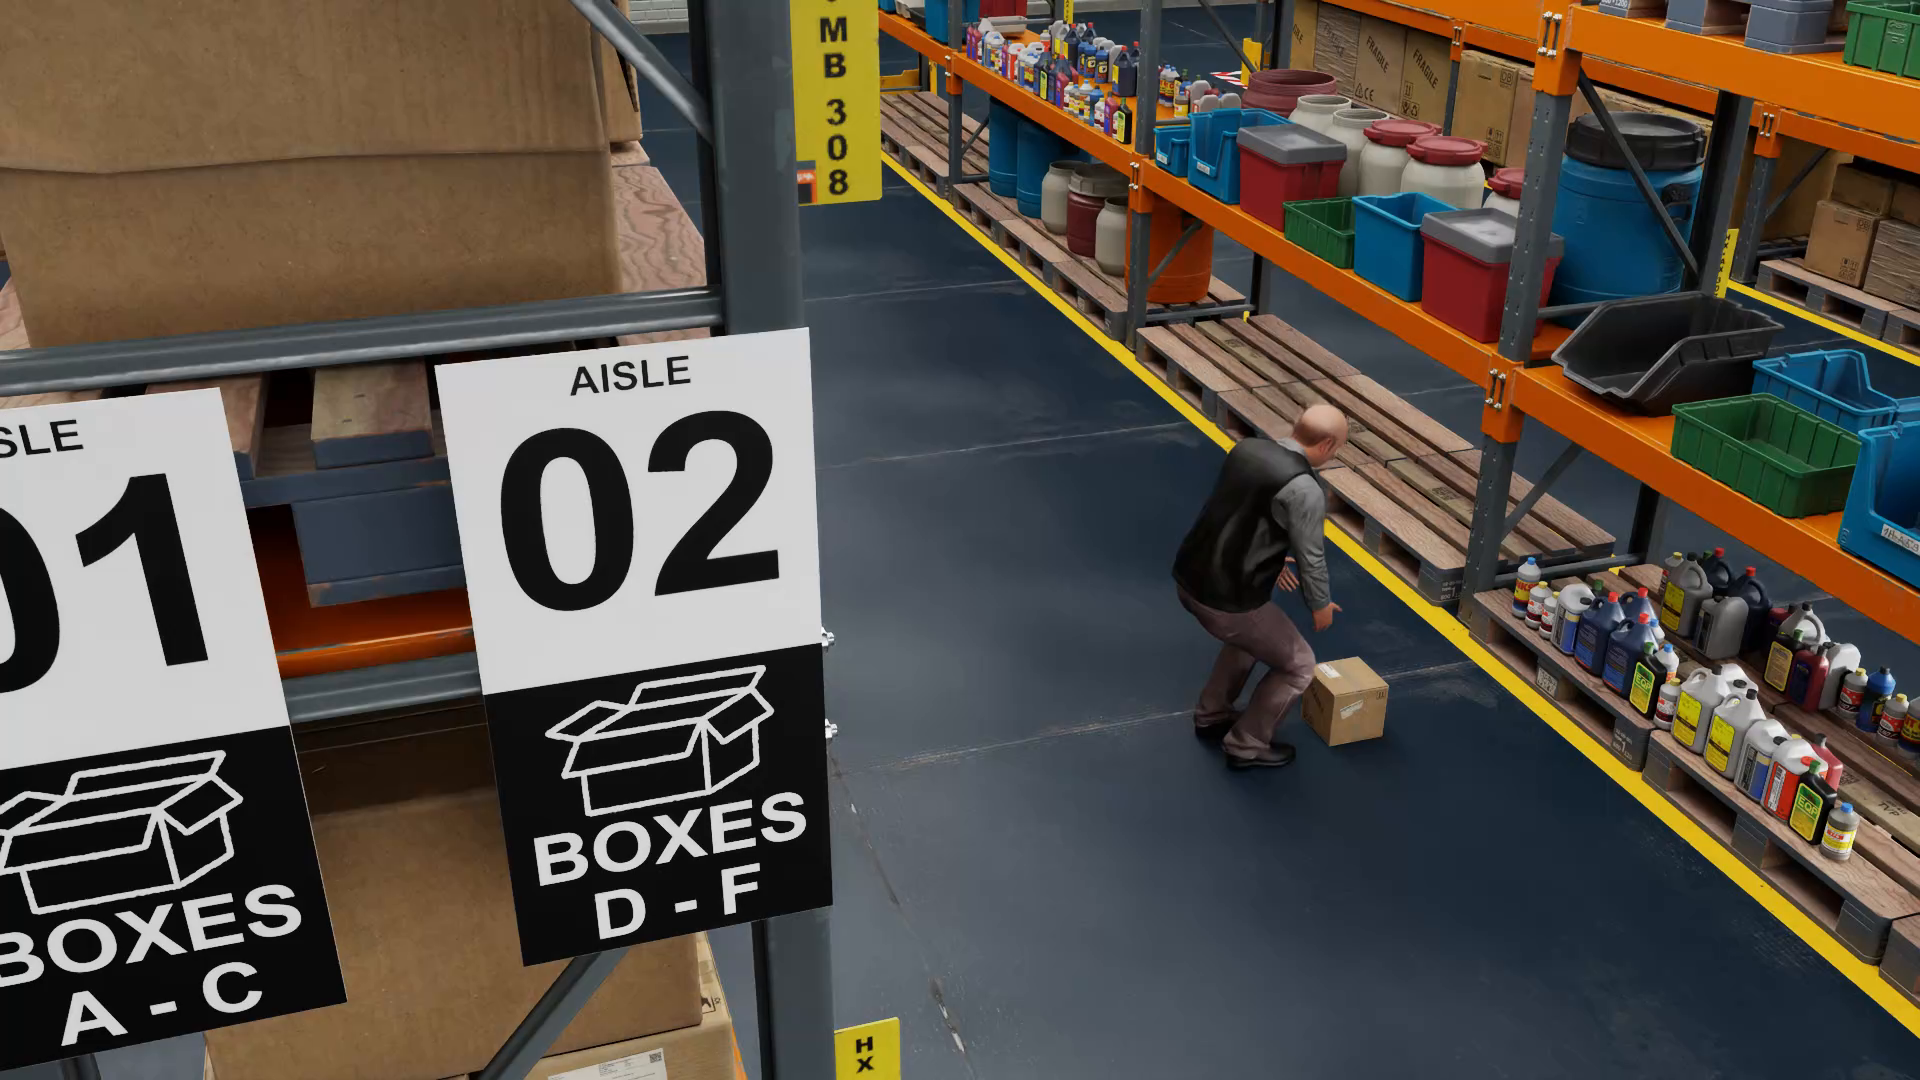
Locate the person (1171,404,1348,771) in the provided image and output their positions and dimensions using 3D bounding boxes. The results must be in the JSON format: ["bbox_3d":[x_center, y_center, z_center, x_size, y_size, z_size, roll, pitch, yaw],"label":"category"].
[{"bbox_3d":[1.168,0.180,6.586,0.670,1.455,0.590,-8,27,-16],"label":"person"}]
